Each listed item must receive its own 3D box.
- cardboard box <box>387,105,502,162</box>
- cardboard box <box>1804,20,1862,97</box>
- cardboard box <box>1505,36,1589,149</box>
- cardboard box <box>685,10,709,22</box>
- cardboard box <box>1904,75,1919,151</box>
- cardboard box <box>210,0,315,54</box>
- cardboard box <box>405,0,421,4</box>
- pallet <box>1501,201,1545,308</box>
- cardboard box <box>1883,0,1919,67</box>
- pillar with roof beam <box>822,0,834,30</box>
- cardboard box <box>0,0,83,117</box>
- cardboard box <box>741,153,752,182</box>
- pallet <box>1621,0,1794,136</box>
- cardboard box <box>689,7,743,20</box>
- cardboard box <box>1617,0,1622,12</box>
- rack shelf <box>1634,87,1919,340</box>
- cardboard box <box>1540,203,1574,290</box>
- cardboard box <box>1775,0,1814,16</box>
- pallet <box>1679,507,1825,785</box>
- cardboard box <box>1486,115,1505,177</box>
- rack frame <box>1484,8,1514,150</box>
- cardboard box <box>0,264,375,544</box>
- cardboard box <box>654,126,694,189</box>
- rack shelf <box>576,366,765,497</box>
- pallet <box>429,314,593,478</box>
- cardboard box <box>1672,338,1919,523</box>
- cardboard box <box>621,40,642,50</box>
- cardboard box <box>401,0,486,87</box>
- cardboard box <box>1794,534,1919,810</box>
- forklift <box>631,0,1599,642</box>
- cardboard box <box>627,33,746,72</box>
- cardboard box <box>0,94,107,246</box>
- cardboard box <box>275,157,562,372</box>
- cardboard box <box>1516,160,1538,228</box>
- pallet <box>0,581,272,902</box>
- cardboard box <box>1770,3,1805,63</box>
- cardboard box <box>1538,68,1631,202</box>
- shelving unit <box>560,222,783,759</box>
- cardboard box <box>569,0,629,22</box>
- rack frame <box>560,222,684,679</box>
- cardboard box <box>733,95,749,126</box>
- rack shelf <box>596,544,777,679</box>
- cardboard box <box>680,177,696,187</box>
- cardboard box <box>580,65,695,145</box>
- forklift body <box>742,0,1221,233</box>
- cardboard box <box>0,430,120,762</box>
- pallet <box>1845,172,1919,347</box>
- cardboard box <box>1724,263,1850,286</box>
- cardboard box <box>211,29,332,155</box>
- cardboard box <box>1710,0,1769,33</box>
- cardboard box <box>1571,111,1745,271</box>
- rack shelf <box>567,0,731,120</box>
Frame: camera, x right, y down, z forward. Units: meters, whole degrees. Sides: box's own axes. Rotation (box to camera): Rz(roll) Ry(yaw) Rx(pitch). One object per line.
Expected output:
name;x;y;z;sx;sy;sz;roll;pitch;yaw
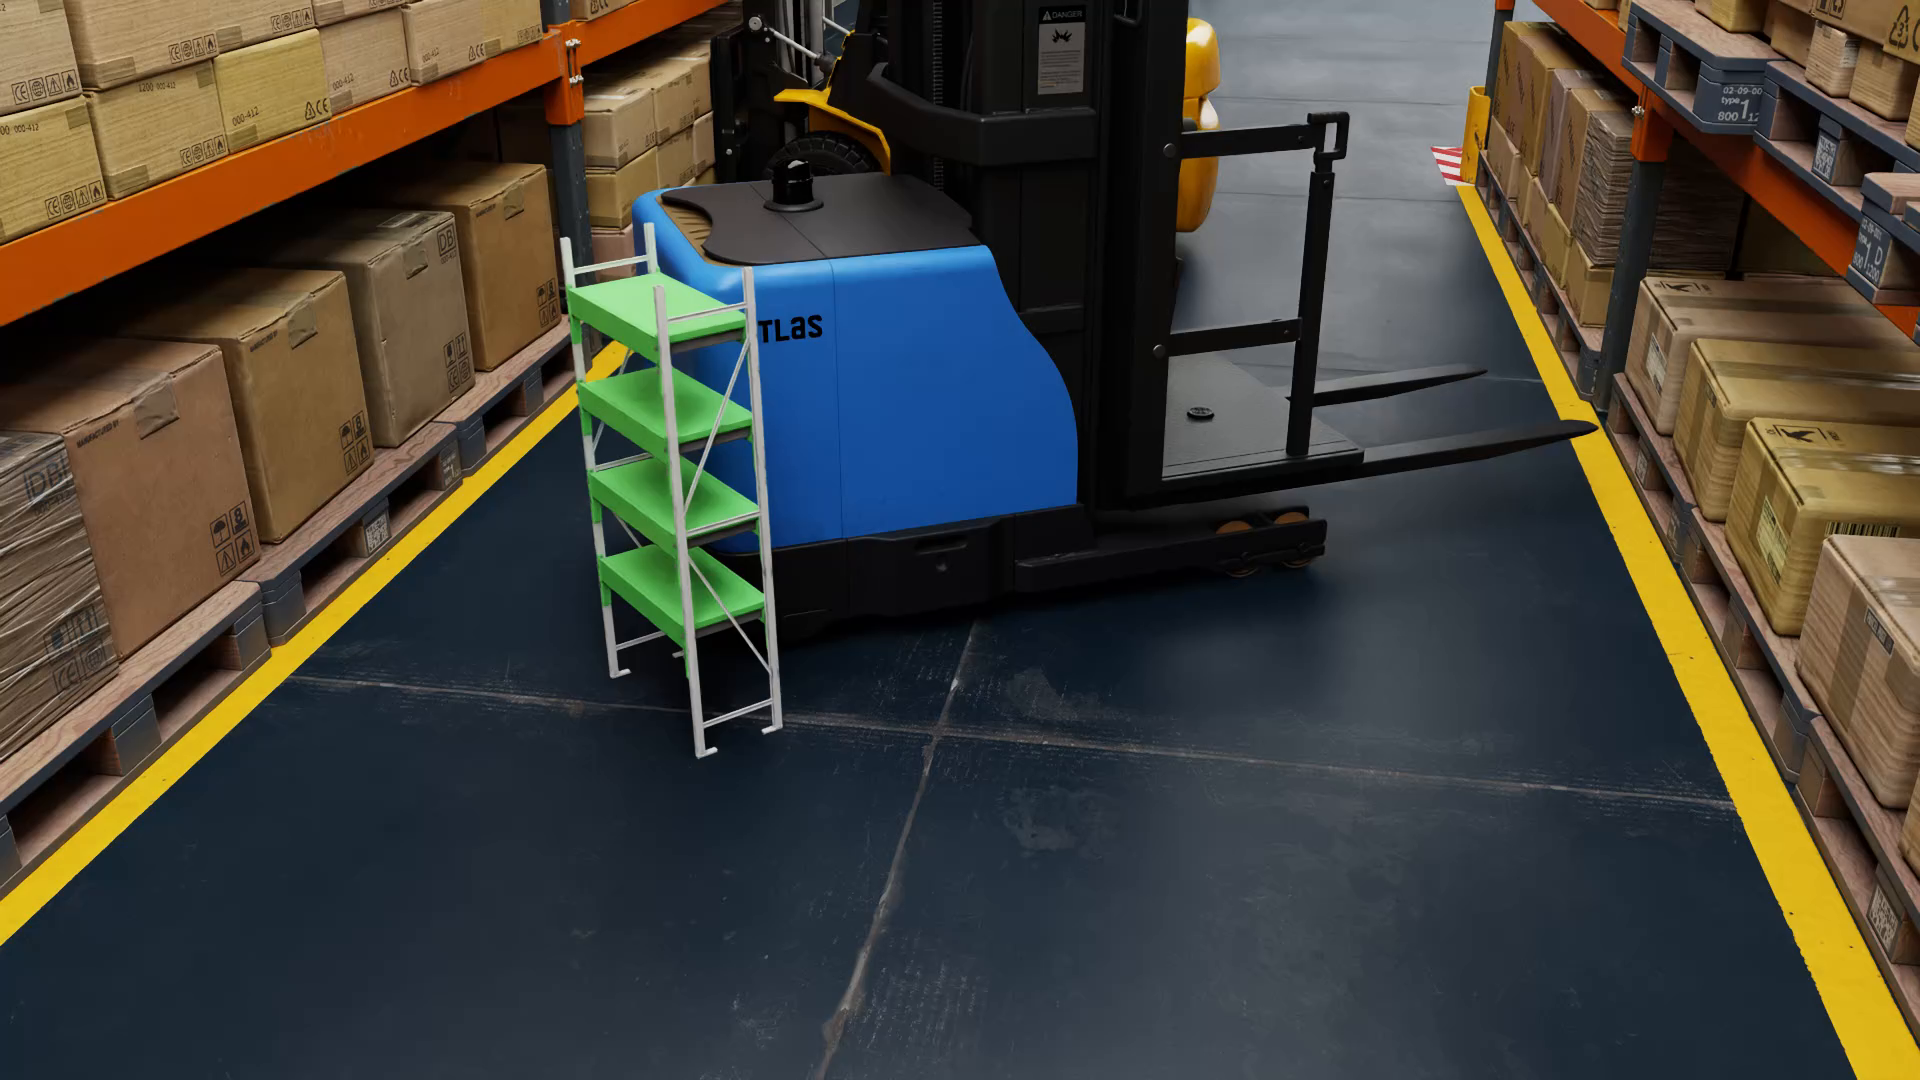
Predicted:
cardboard box;-2.107;-1.781;7.086;0.500;0.250;0.500;5;25;10
cardboard box;2.259;-1.146;3.961;0.380;0.149;0.250;5;26;11
cardboard box;3.066;-2.232;8.344;0.500;0.500;0.500;3;25;7
cardboard box;-1.686;-2.838;9.343;0.500;0.250;0.500;4;25;9
cardboard box;2.119;-0.825;3.276;0.380;0.149;0.250;4;25;9
cardboard box;-2.092;-1.461;4.420;0.500;0.250;0.500;4;25;9
cardboard box;-1.901;-1.884;5.324;0.500;0.250;0.500;3;25;7
pallet;3.173;-1.354;7.894;1.003;0.211;1.213;4;25;9
cardboard box;2.203;-1.157;3.219;0.500;0.500;0.500;2;25;5
pillar with roof beam;2.882;-8.537;12.873;9.100;9.000;0.400;4;25;9
cardboard box;-2.253;-1.028;3.495;0.500;0.250;0.500;5;26;10
cardboard box;-1.352;-1.929;8.581;0.500;0.250;0.500;5;26;10
pallet;2.633;-1.425;4.983;1.003;0.211;1.213;4;25;9
cardboard box;-1.188;-2.807;9.277;0.500;0.250;0.500;4;25;9
cardboard box;2.861;-2.175;6.655;0.380;0.149;0.250;4;25;8
rack shelf;2.574;-0.660;3.969;1.077;0.370;4.000;4;25;9
cardboard box;2.810;-1.256;7.143;0.500;0.250;0.500;3;25;7
cardboard box;2.366;-1.601;4.167;0.500;0.500;0.500;4;25;8
pallet;2.578;0.279;4.406;1.003;0.211;1.213;4;25;9
cardboard box;3.150;-2.121;8.992;0.500;0.250;0.500;4;25;8
rack frame;3.555;-3.495;9.178;1.000;3.000;0.127;4;25;9
cardboard box;-2.326;-0.421;4.918;0.875;0.625;0.625;3;25;6
cardboard box;-1.532;-1.727;7.560;0.500;0.250;0.500;4;25;8
rack shelf;-0.702;-0.279;4.011;0.258;0.148;0.480;-18;30;-32
pallet;-2.078;-0.590;6.262;1.003;0.211;1.213;4;25;9
cardboard box;2.704;-0.301;4.960;0.950;0.372;0.625;6;26;12
cardboard box;-1.869;-2.416;8.441;0.500;0.250;0.500;4;25;8
cardboard box;-1.897;-1.657;5.428;0.500;0.250;0.500;4;25;8
cardboard box;2.462;0.306;3.662;0.950;0.372;0.625;4;25;8
forklift;0.587;-1.416;4.818;3.031;2.935;1.130;-9;26;-18
cardboard box;-1.351;-2.384;8.373;0.500;0.250;0.500;4;25;7
cardboard box;-2.249;-0.802;3.602;0.500;0.250;0.500;3;25;7
cardboard box;-2.070;-1.060;6.282;0.875;0.625;0.625;5;26;11
cardboard box;2.983;-1.679;8.048;0.500;0.250;0.500;6;26;12
pallet;-2.477;0.430;4.082;1.003;0.211;1.213;4;25;9
cardboard box;2.396;-1.357;4.411;0.380;0.149;0.250;4;25;9
cardboard box;2.897;-1.799;7.418;0.500;0.500;0.500;5;26;11
shelving unit;-0.701;-0.120;4.087;0.258;1.200;0.503;-18;30;-32
cardboard box;-1.666;-2.377;6.672;0.500;0.500;0.500;3;25;7
rack frame;-0.844;-0.204;4.266;0.240;1.200;0.015;-18;30;-32
cardboard box;-1.355;-2.148;8.459;0.500;0.250;0.500;4;25;8
rack shelf;-0.698;0.154;4.218;0.258;0.148;0.480;-18;30;-32
cardboard box;-1.523;-1.502;7.668;0.500;0.250;0.500;3;25;7
cardboard box;-1.514;-1.956;7.458;0.500;0.250;0.500;4;25;9
forklift body;0.147;-2.533;8.125;2.313;2.155;1.214;4;25;9
cardboard box;-2.535;0.134;3.731;0.875;0.625;0.625;5;26;10
pallet;2.259;-0.367;2.723;1.213;0.211;1.003;4;25;9
cardboard box;3.264;-0.995;6.585;0.500;0.250;0.500;3;25;6
cardboard box;-2.086;-1.235;4.527;0.500;0.250;0.500;5;26;10
cardboard box;2.450;-1.585;4.899;0.380;0.149;0.250;5;25;10
cardboard box;2.733;-1.372;6.507;0.500;0.500;0.500;4;25;8
rack shelf;-1.669;-2.675;8.275;1.077;0.370;4.000;4;25;9
